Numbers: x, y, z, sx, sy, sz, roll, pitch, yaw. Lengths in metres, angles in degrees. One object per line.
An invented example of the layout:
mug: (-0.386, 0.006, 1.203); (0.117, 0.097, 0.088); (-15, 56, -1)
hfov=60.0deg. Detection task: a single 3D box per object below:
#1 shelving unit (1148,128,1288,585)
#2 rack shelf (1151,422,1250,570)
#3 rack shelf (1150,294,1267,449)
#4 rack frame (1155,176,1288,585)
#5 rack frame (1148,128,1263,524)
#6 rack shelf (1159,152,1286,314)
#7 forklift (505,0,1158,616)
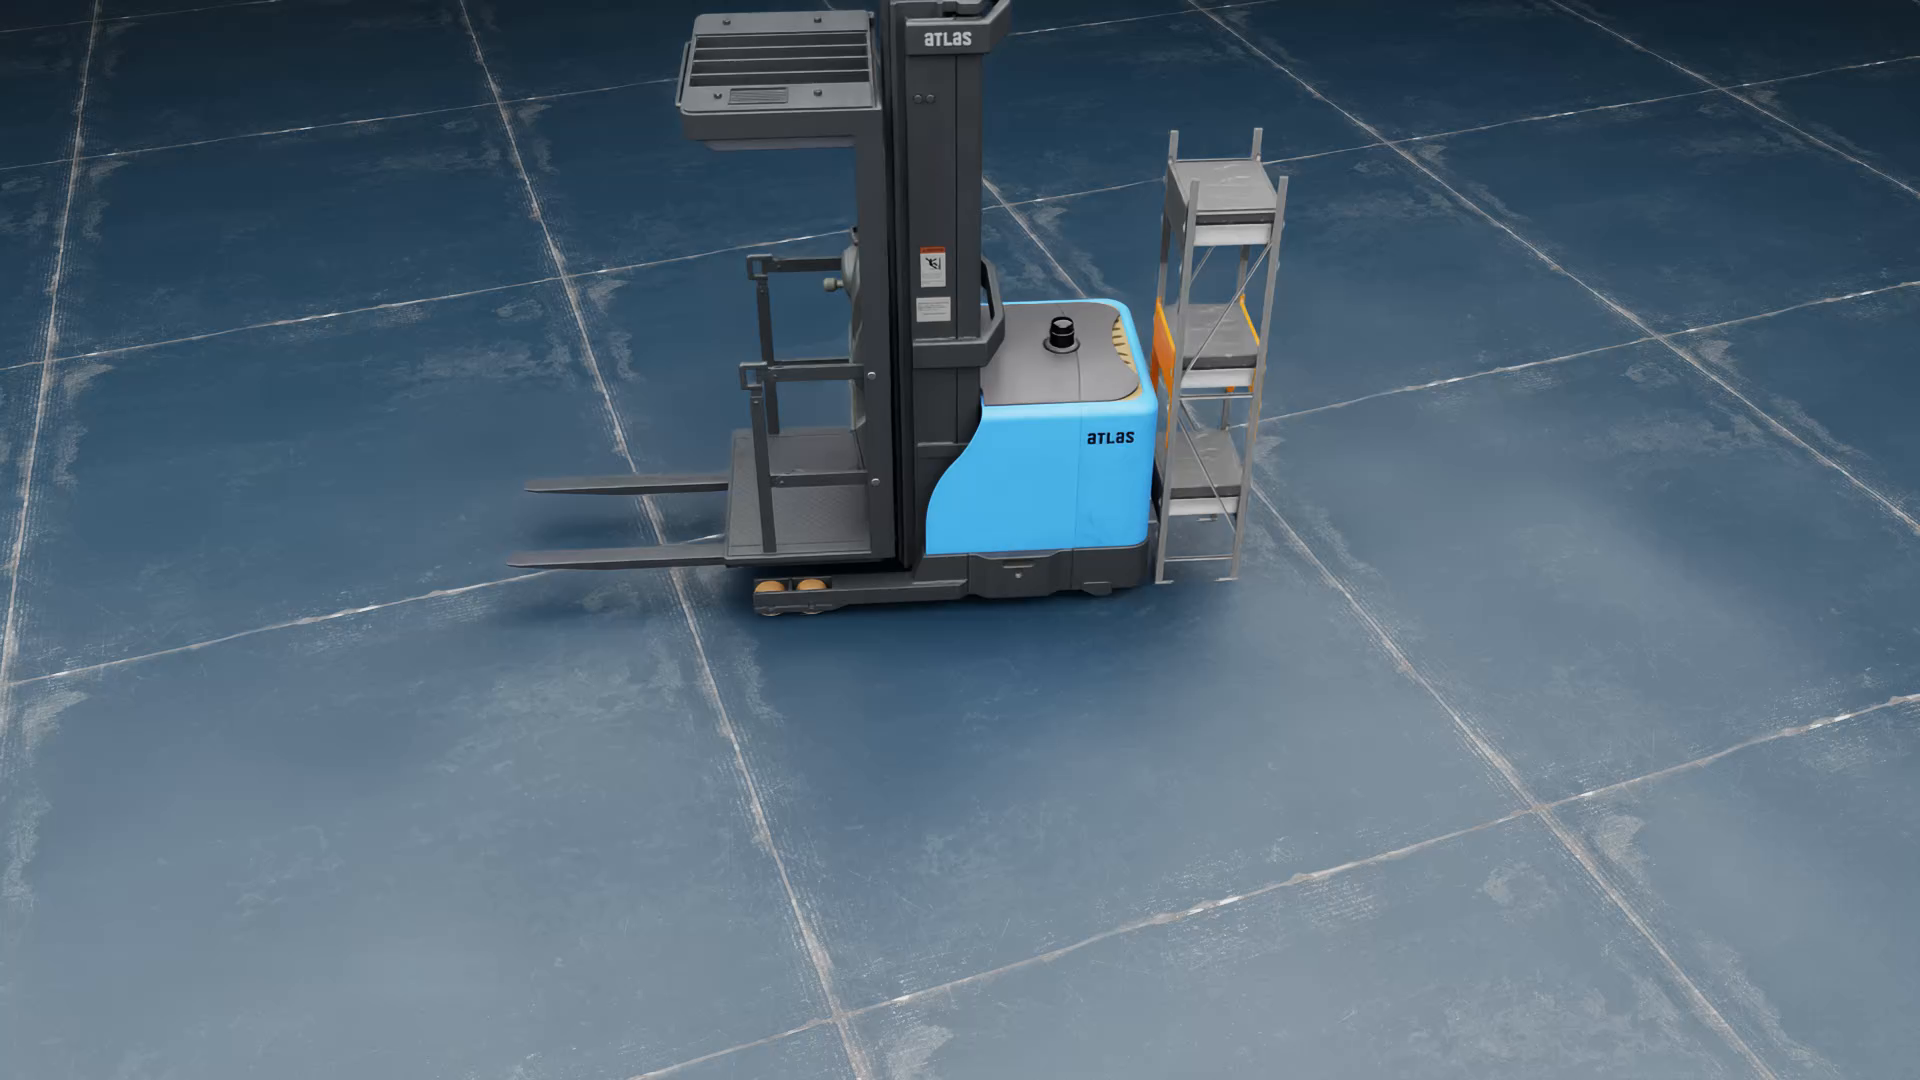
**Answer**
shelving unit: (1.123, -0.783, 7.604); (0.431, 2.100, 0.503); (-2, 37, -3)
rack shelf: (1.123, -0.213, 8.034); (0.431, 0.518, 0.480); (-2, 37, -3)
rack shelf: (1.123, -0.772, 7.613); (0.431, 0.518, 0.480); (-2, 37, -3)
rack frame: (1.140, -0.636, 7.410); (0.400, 2.100, 0.015); (-2, 37, -3)
rack frame: (1.106, -0.929, 7.799); (0.400, 2.100, 0.015); (-2, 37, -3)
rack shelf: (1.123, -1.331, 7.192); (0.431, 0.518, 0.480); (-2, 37, -3)
forklift: (-0.646, -1.144, 7.392); (3.031, 2.935, 1.130); (-2, 37, -3)
